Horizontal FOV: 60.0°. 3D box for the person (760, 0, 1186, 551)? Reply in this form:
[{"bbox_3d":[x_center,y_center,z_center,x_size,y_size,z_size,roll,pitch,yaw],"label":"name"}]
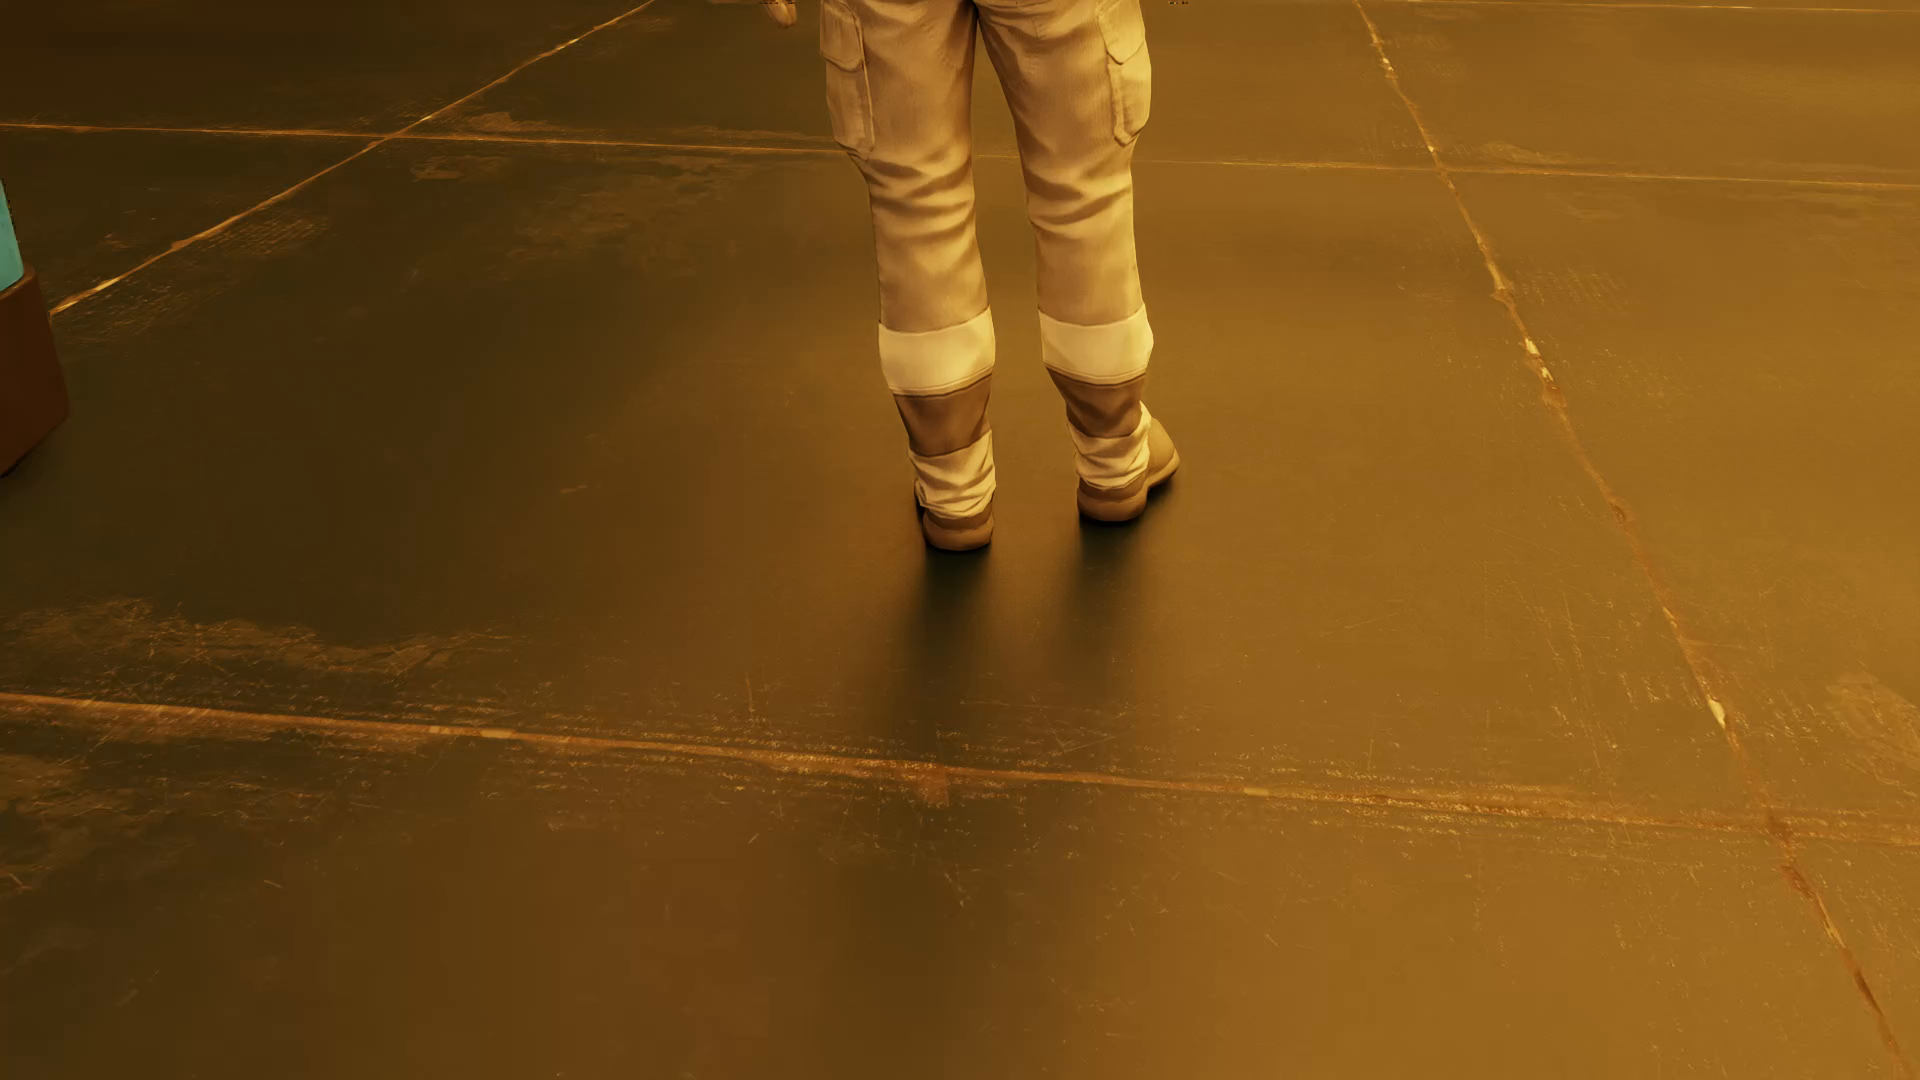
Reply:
[{"bbox_3d":[0.021,-0.842,2.168,0.638,1.789,0.562,3,27,7],"label":"person"}]

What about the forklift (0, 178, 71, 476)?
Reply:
[{"bbox_3d":[-2.965,-1.227,1.676,3.031,2.935,1.130,-1,27,-2],"label":"forklift"}]
